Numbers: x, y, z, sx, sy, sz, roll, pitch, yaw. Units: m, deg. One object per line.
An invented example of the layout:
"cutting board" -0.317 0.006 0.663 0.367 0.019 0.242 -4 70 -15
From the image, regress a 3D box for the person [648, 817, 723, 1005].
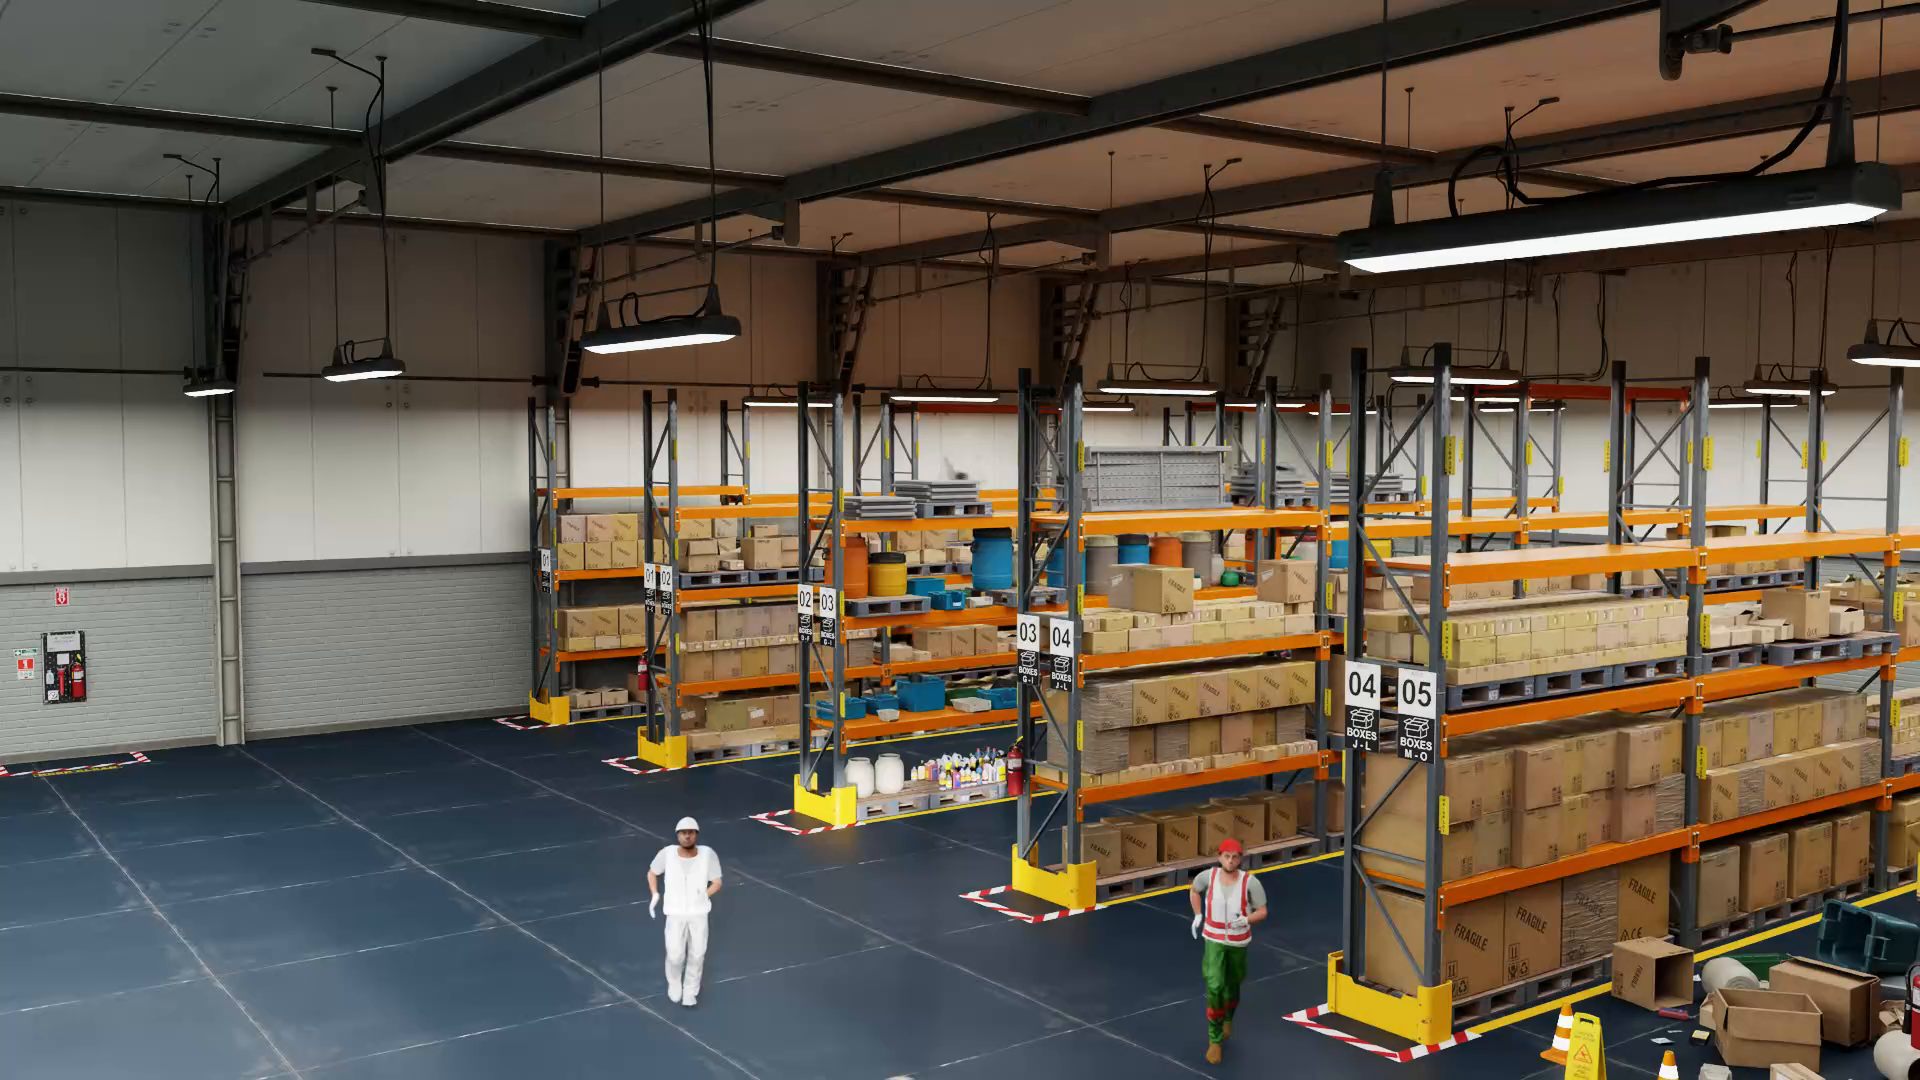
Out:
"person" -2.478 3.387 15.058 0.670 1.737 0.613 -1 3 -12

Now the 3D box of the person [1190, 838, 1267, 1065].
"person" 2.268 3.416 14.064 0.647 1.800 0.805 0 3 8

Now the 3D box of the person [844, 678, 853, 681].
"person" -2.146 2.552 31.138 0.513 1.551 0.507 -3 5 -44
